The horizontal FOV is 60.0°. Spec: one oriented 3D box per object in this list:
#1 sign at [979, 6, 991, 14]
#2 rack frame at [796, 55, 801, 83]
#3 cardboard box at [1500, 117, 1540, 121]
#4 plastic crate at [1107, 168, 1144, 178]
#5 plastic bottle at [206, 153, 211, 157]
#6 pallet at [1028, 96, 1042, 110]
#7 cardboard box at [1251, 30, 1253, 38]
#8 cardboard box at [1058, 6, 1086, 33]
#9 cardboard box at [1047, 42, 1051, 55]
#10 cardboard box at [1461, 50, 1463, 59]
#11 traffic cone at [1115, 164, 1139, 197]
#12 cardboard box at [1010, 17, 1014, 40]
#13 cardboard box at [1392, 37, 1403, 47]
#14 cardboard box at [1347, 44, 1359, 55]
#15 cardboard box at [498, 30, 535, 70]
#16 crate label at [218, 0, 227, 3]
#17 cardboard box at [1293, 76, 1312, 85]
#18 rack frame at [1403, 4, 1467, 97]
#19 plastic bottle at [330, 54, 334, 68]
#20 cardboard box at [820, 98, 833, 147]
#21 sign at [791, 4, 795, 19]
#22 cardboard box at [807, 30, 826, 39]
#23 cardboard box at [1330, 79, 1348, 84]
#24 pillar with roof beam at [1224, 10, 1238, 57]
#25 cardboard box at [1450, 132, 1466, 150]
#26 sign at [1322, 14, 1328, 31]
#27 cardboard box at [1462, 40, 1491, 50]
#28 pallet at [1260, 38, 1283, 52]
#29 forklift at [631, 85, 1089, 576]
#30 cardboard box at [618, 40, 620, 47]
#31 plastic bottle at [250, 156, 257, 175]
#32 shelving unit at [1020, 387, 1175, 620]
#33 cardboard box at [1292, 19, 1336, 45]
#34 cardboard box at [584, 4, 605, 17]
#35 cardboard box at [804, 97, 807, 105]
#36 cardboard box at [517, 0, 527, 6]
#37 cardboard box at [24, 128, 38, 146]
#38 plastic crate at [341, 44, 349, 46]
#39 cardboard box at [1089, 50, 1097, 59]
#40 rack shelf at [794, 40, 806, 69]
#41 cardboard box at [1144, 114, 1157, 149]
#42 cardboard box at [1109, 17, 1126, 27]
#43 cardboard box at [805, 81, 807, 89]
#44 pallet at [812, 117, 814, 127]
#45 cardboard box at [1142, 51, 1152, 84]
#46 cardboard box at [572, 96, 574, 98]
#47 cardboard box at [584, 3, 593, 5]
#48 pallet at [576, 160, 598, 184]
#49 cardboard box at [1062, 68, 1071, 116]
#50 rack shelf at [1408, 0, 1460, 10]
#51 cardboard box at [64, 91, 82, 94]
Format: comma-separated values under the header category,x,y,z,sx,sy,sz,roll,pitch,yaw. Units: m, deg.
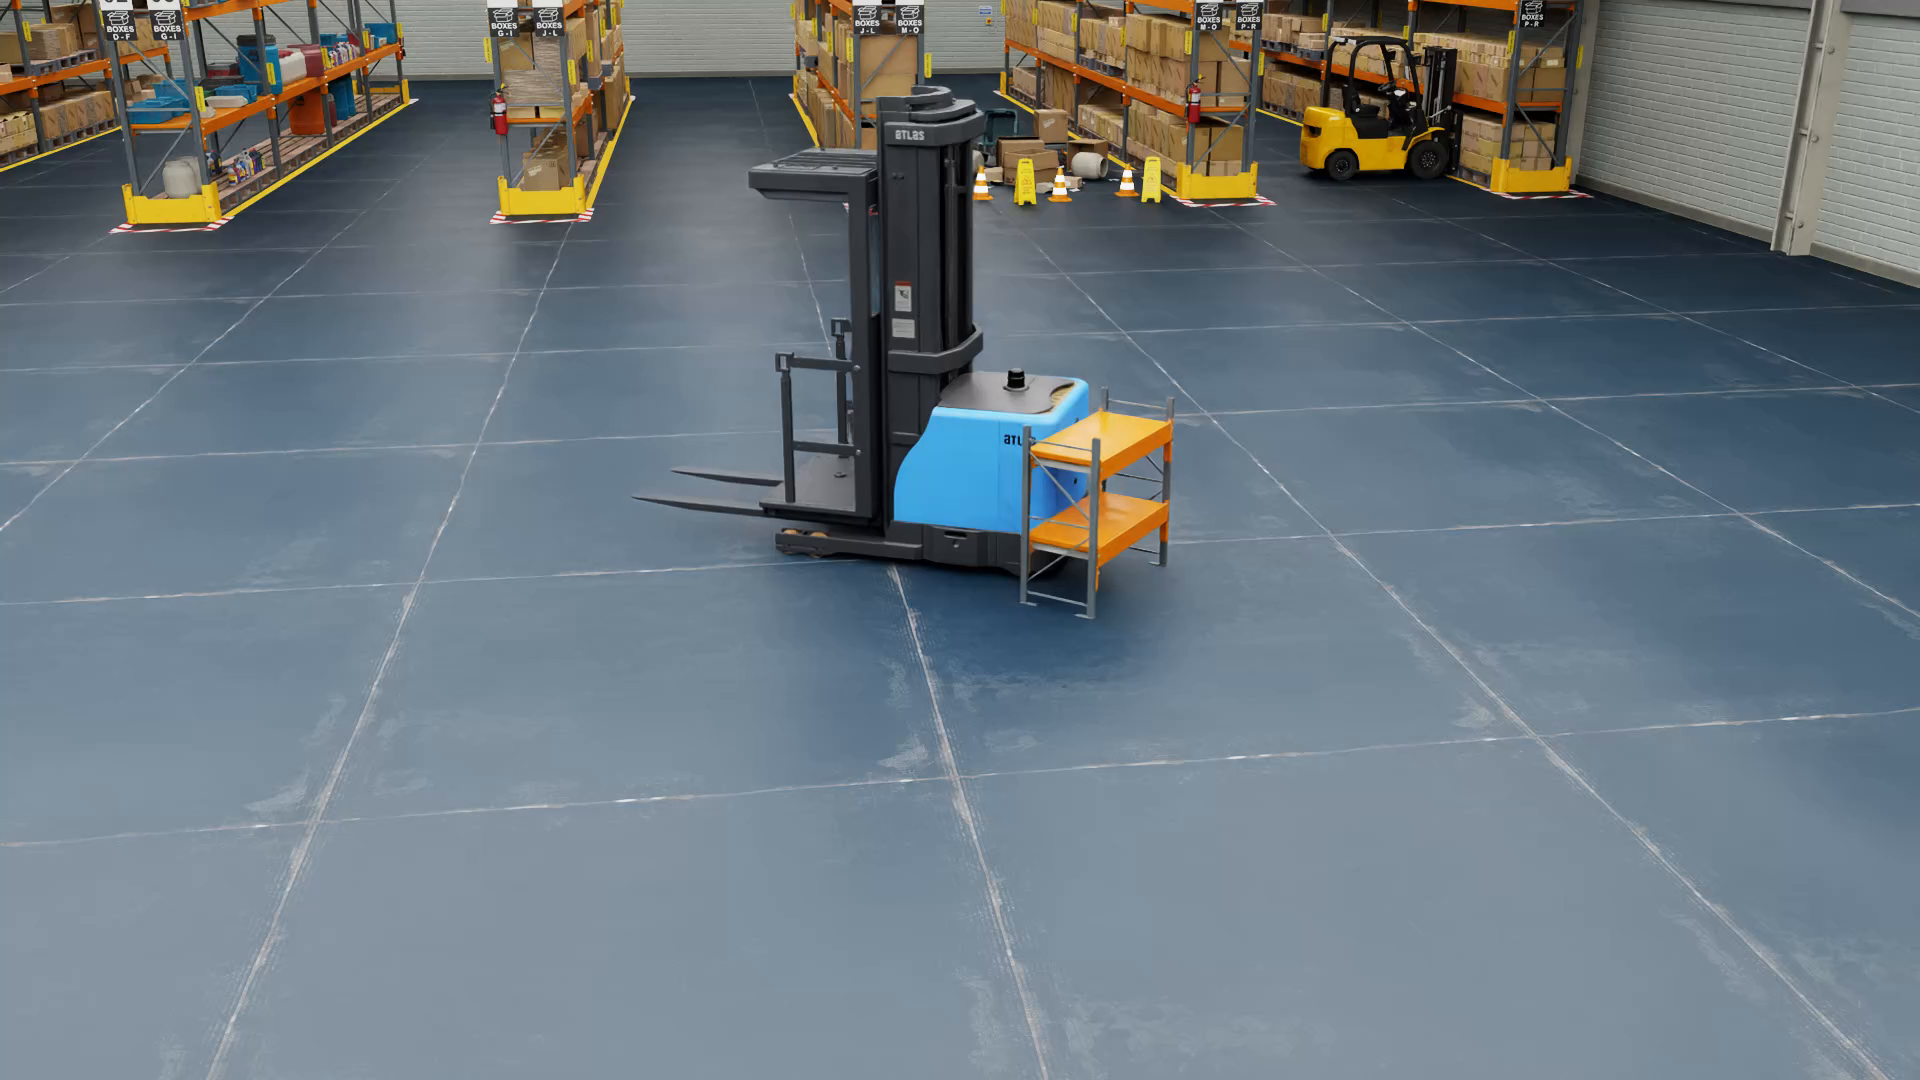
category,x,y,z,sx,sy,sz,roll,pitch,yaw
sign,0.676,-14.199,44.560,0.327,0.218,0.001,-3,21,-8
rack frame,-3.315,-11.818,38.571,1.000,3.000,0.127,-3,21,-8
cardboard box,8.829,-6.541,26.342,0.500,0.250,0.500,-3,21,-8
plastic crate,2.713,-5.995,27.154,0.402,0.080,0.583,-11,23,-26
plastic bottle,-11.724,-5.886,25.951,0.152,0.276,0.135,-2,21,-6
pallet,2.113,-9.679,36.829,1.003,0.211,1.213,-3,21,-8
cardboard box,6.742,-11.203,36.713,0.500,0.250,0.500,-2,21,-6
cardboard box,2.241,-10.364,33.105,0.500,0.500,0.500,-3,21,-8
cardboard box,2.081,-10.125,34.251,0.500,0.250,0.500,-3,21,-8
cardboard box,8.303,-7.805,26.757,0.380,0.149,0.250,-3,21,-8
traffic cone,2.536,-5.459,25.170,0.336,0.463,0.334,-3,21,-8
cardboard box,1.454,-11.795,38.367,0.500,0.500,0.500,-3,21,-9
cardboard box,7.902,-8.833,29.510,0.380,0.149,0.250,-3,21,-8
cardboard box,7.584,-9.227,31.134,0.500,0.250,0.500,-3,21,-9
cardboard box,-6.255,-6.896,23.395,0.500,0.500,0.500,-3,21,-8
crate label,-10.776,-7.814,23.775,0.502,0.251,0.408,-3,21,-8
cardboard box,7.148,-9.533,34.498,0.380,0.149,0.250,-4,21,-10
rack frame,8.210,-8.200,28.883,1.000,3.000,0.127,-3,21,-8
plastic bottle,-11.837,-9.017,31.255,0.097,0.271,0.097,0,20,0
cardboard box,-1.899,-7.351,29.226,1.050,0.750,0.750,-3,21,-8
sign,-3.852,-12.196,38.347,0.100,0.325,0.005,-3,21,-8
cardboard box,-2.686,-9.553,31.414,0.380,0.149,0.250,-4,21,-10
cardboard box,7.739,-9.286,33.837,0.380,0.149,0.250,-3,21,-7
pillar with roof beam,2.723,-15.927,40.997,9.100,9.000,0.400,-3,21,-8
cardboard box,8.250,-6.462,26.846,0.500,0.250,0.500,-3,21,-9
sign,7.097,-10.059,32.320,0.100,0.325,0.005,-3,21,-8
cardboard box,8.299,-7.949,26.717,0.380,0.149,0.250,-3,21,-7
pallet,7.064,-10.597,35.577,1.003,0.211,1.213,-3,21,-8
forklift,-0.711,-1.424,10.839,3.031,2.935,1.130,6,21,15
cardboard box,-7.641,-10.849,36.337,0.380,0.149,0.250,-3,21,-7
plastic bottle,-10.939,-5.803,25.719,0.061,0.283,0.133,-2,21,-4
shelving unit,0.855,-0.251,10.280,0.538,1.125,1.048,12,24,29
cardboard box,7.215,-10.386,33.988,0.797,0.503,0.637,-3,21,-9
cardboard box,-7.561,-10.514,33.503,0.797,0.503,0.637,-3,21,-9
cardboard box,-3.132,-9.413,35.606,0.380,0.149,0.250,-3,21,-7
cardboard box,-6.253,-7.552,23.077,0.500,0.250,0.500,-2,21,-6
cardboard box,-16.571,-7.074,29.198,0.500,0.250,0.500,-2,21,-6
plastic crate,-12.990,-10.242,34.657,0.437,0.125,0.590,-3,21,-8
cardboard box,2.605,-8.997,30.777,0.380,0.149,0.250,-3,21,-7
rack shelf,-3.027,-10.789,36.843,1.077,0.370,4.000,-3,21,-8
cardboard box,3.278,-6.626,26.927,0.500,0.500,0.500,-2,21,-5
cardboard box,2.833,-9.115,29.238,0.380,0.149,0.250,-4,21,-10
cardboard box,-3.124,-9.770,35.711,0.380,0.149,0.250,-3,21,-7
pallet,-2.446,-8.434,33.496,1.003,0.211,1.213,-3,21,-8
cardboard box,3.241,-7.621,26.765,0.500,0.500,0.500,-3,21,-8
cardboard box,-5.924,-6.489,24.661,0.380,0.149,0.250,-3,21,-8
cardboard box,-8.283,-11.491,36.414,0.500,0.500,0.500,-3,21,-9
pallet,-6.376,-5.911,26.741,1.003,0.211,1.213,-3,21,-8
cardboard box,2.580,-9.087,33.695,0.875,0.875,0.875,-3,21,-7
rack shelf,7.921,-9.960,30.338,1.077,0.370,4.000,-3,21,-8
cardboard box,-17.636,-8.575,32.832,0.500,0.500,0.500,-4,21,-10
